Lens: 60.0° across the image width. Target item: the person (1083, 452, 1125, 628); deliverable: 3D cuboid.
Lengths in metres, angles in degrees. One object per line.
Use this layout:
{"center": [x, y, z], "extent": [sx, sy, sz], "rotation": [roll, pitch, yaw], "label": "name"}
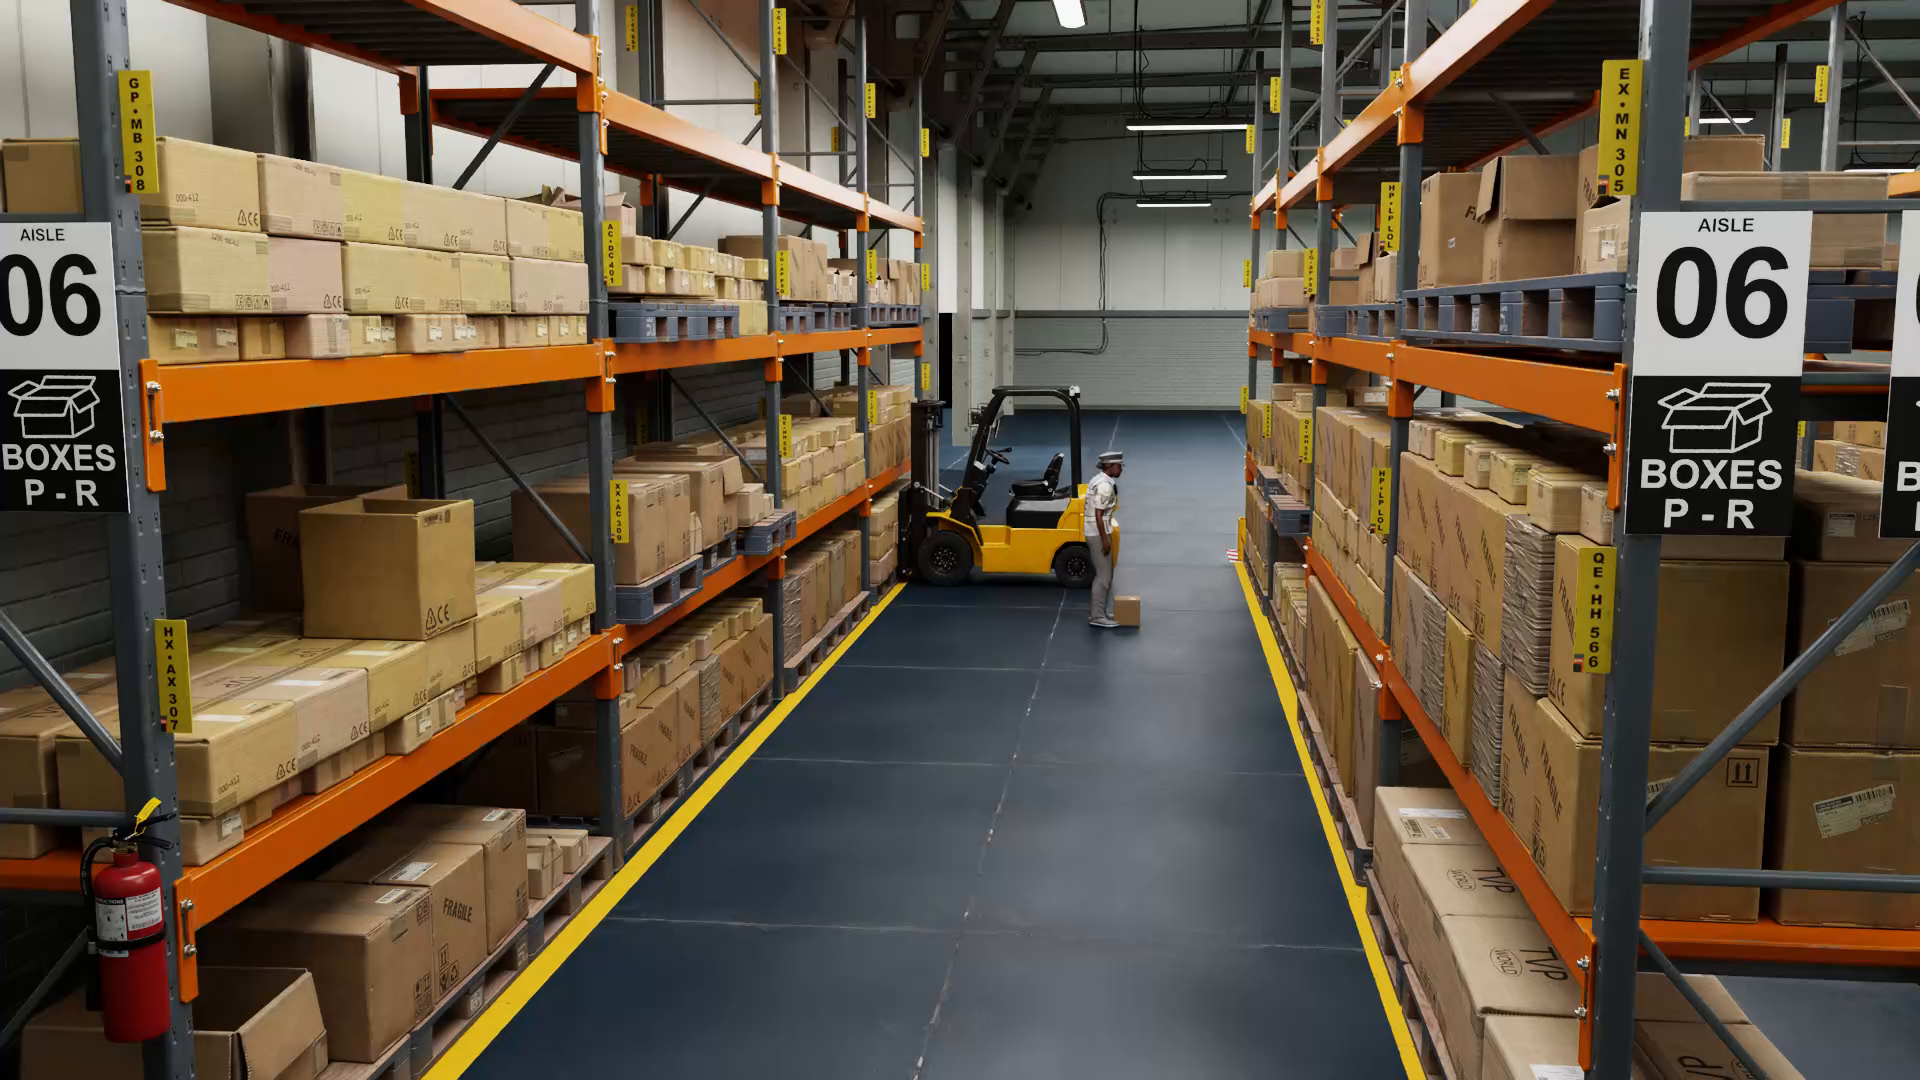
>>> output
{"center": [1.376, -0.018, 15.940], "extent": [0.397, 1.657, 0.509], "rotation": [1, 8, 6], "label": "person"}
